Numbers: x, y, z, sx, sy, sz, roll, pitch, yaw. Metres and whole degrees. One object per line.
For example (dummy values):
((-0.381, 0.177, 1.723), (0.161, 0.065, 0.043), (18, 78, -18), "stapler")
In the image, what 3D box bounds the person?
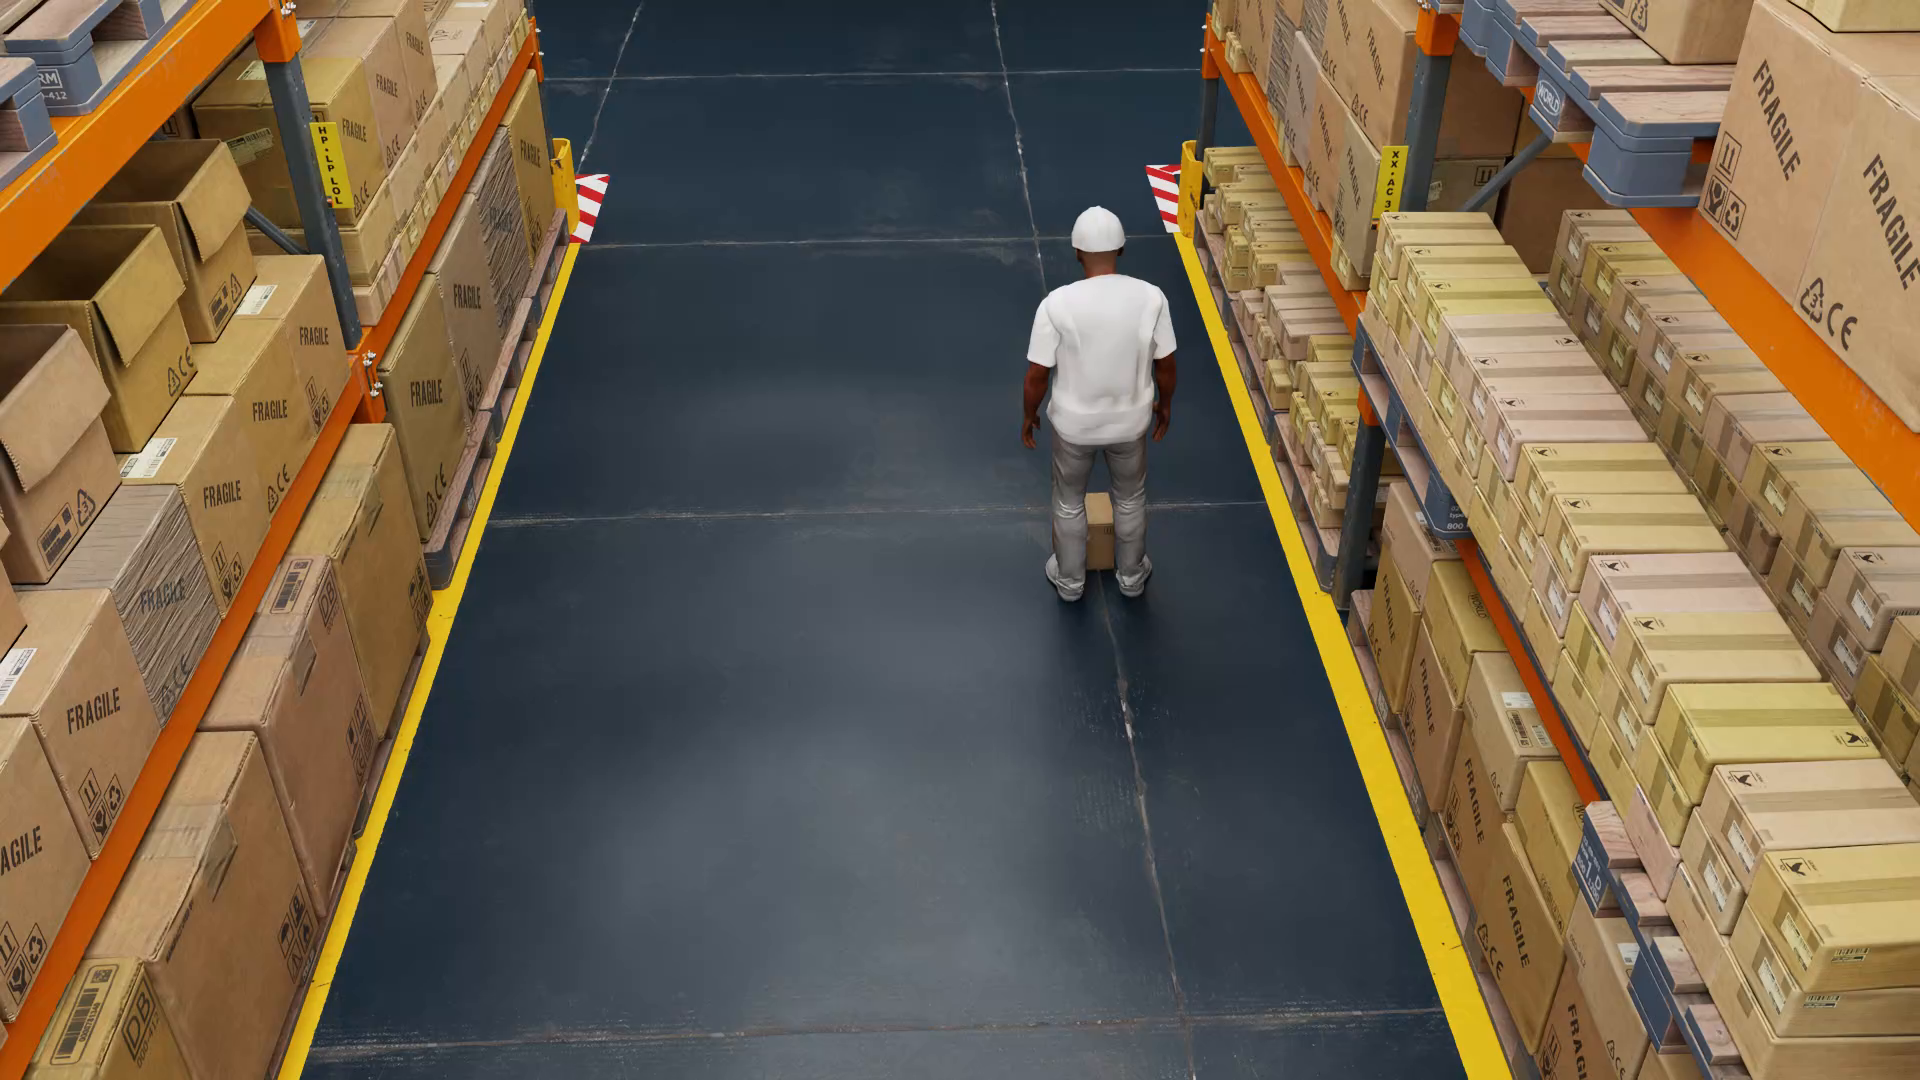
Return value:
((0.569, -0.524, 6.880), (0.635, 1.757, 0.455), (-3, 35, -5), "person")
